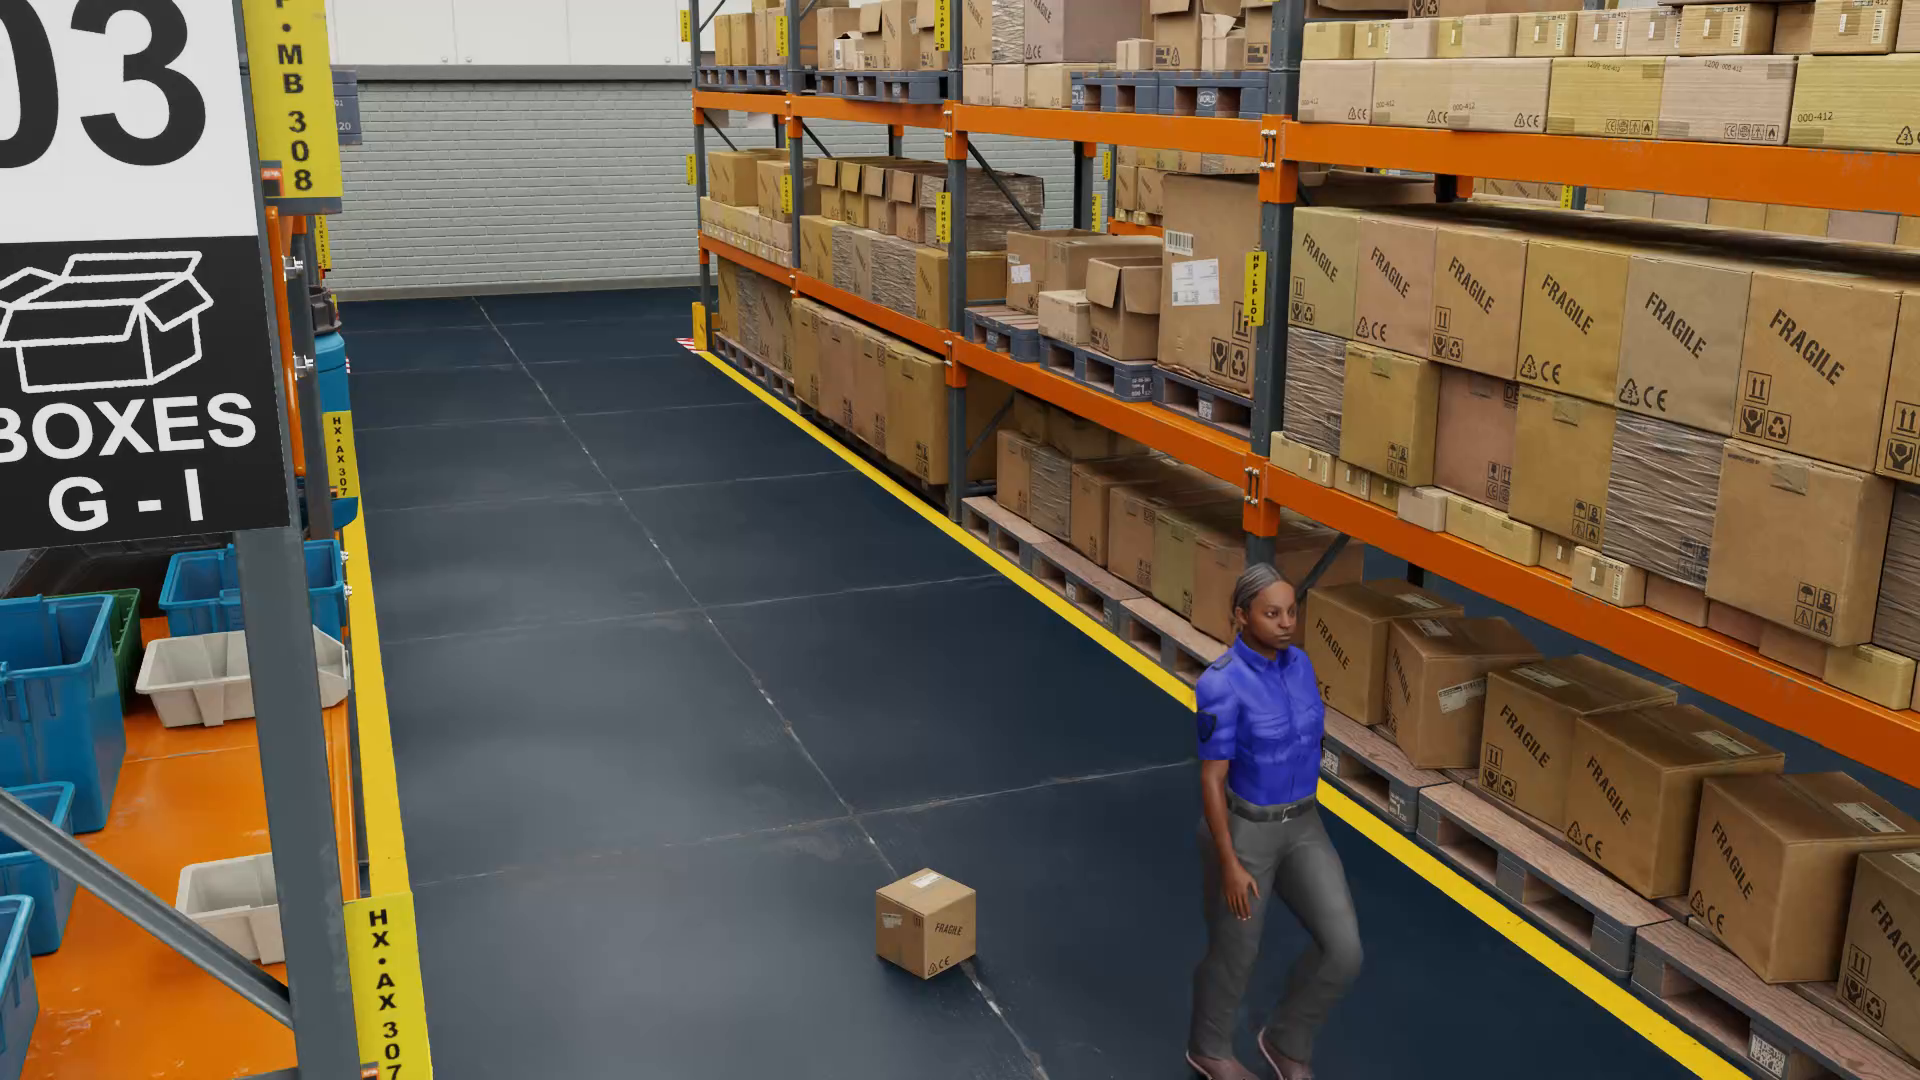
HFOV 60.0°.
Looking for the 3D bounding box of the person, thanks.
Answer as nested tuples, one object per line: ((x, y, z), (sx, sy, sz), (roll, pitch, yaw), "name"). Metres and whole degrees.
((0.904, 0.911, 4.829), (0.482, 1.705, 0.487), (-11, 19, -33), "person")
